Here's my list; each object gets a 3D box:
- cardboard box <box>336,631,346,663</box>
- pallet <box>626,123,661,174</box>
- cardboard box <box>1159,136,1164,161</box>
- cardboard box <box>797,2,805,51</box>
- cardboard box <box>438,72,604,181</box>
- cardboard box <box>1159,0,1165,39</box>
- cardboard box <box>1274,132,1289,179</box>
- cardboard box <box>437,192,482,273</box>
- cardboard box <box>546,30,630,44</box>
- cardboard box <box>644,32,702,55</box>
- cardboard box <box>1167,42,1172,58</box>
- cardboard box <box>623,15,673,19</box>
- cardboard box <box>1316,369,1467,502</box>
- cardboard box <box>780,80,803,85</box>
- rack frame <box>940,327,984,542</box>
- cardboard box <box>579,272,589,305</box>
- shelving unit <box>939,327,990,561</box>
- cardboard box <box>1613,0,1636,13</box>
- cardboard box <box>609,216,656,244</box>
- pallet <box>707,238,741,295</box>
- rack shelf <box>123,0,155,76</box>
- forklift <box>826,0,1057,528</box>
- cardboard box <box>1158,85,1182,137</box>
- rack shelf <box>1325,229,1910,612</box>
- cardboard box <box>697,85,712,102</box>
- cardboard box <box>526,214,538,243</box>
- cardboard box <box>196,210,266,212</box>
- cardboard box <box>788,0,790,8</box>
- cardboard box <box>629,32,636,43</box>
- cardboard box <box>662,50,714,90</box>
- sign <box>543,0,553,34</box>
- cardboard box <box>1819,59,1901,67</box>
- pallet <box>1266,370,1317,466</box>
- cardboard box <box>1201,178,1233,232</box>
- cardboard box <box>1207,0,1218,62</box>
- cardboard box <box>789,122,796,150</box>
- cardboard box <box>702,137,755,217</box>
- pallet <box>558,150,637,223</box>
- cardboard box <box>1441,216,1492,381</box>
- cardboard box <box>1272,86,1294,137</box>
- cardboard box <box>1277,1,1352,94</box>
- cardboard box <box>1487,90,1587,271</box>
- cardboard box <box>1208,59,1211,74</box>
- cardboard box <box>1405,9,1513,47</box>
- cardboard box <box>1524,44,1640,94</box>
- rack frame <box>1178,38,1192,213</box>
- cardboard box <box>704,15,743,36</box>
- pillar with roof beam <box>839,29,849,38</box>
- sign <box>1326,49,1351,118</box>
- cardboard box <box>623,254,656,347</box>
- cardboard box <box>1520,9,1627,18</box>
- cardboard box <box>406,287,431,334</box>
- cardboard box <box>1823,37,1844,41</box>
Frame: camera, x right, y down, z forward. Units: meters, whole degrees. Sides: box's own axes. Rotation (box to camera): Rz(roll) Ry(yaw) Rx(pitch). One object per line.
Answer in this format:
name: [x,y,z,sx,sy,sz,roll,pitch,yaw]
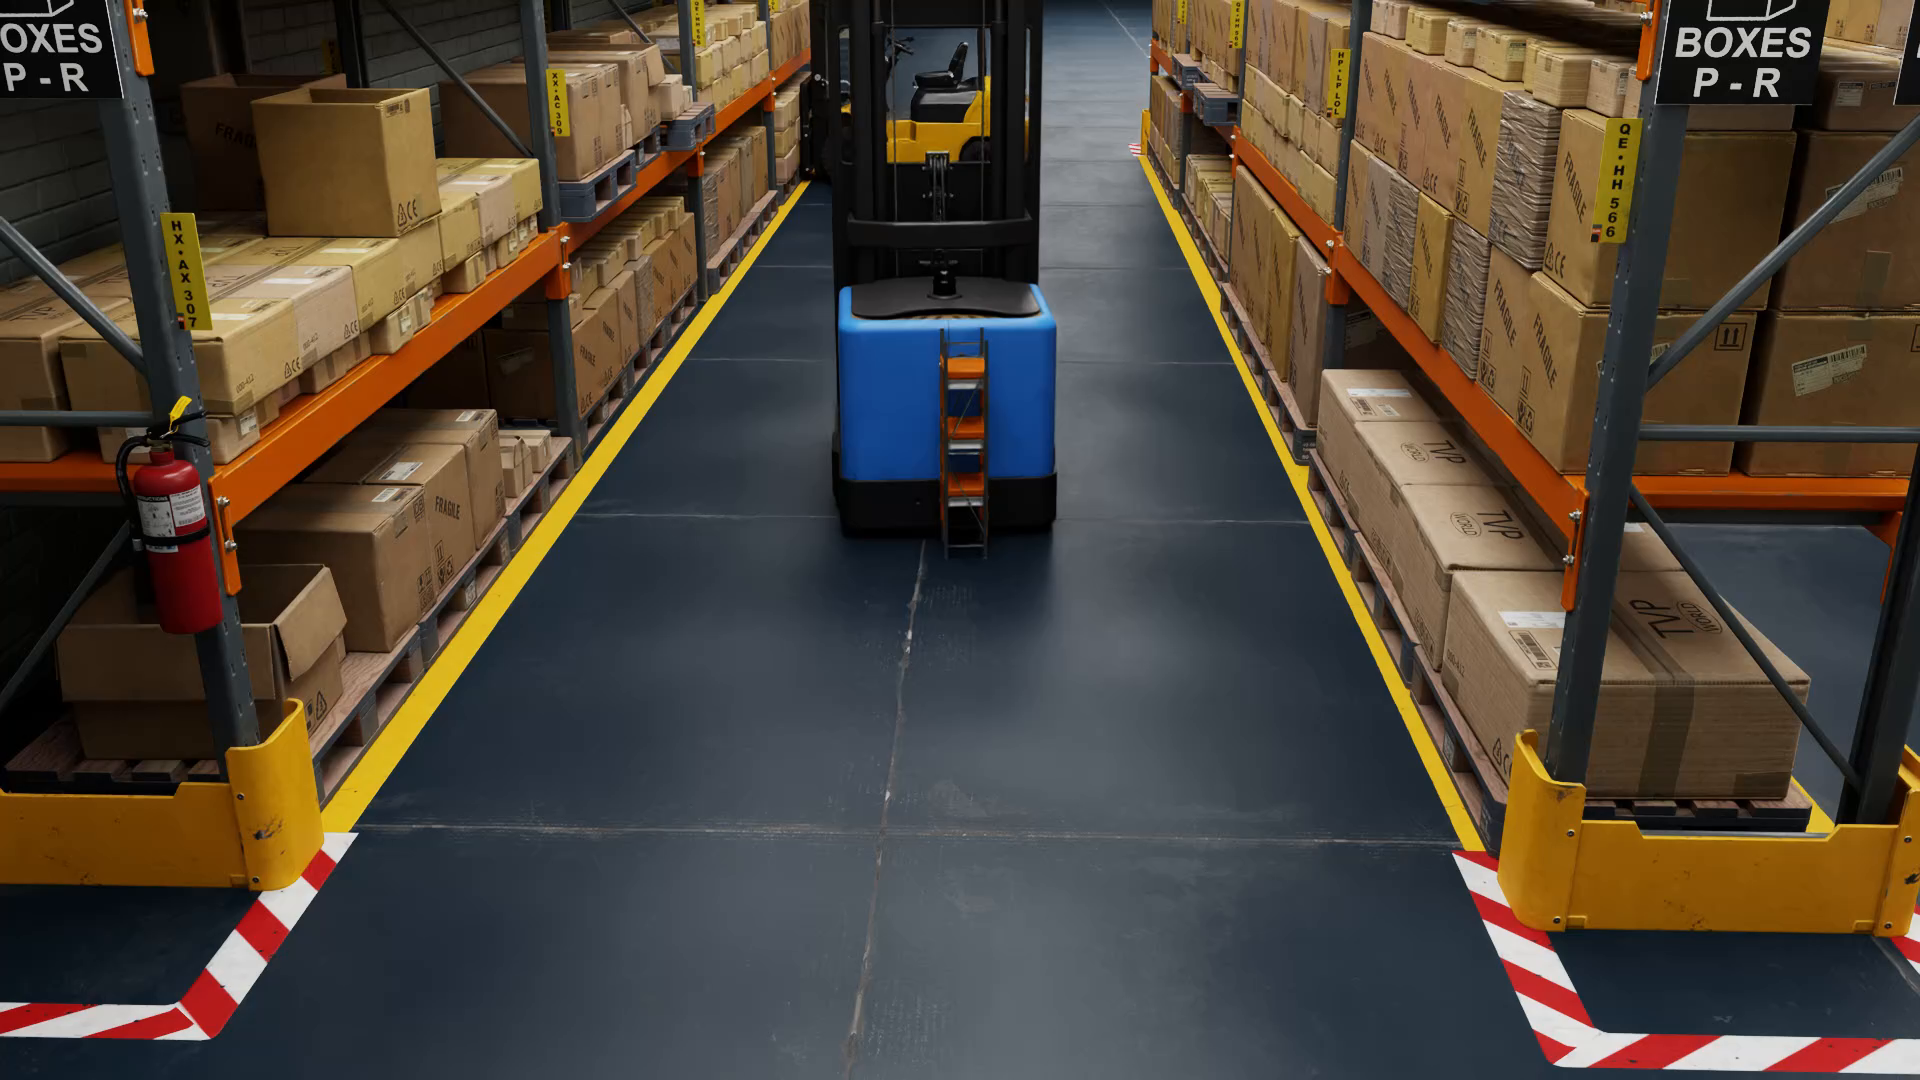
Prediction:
cardboard box: [-2.514,0.419,6.163,0.380,0.149,0.250,0,21,-1]
pallet: [-2.491,-2.441,10.438,1.003,0.211,1.213,1,21,2]
cardboard box: [2.441,-4.316,18.227,0.500,0.250,0.500,2,21,5]
cardboard box: [-1.986,-5.619,18.226,0.500,0.500,0.500,0,21,1]
cardboard box: [-2.320,-2.202,8.839,0.700,0.500,0.500,1,21,3]
cardboard box: [2.450,-5.718,18.070,0.500,0.500,0.500,0,21,1]
cardboard box: [2.228,-2.382,10.229,0.500,0.250,0.500,1,21,2]
cardboard box: [-2.358,-1.308,7.049,0.500,0.250,0.500,0,21,1]
cardboard box: [-2.608,-3.291,11.646,0.500,0.500,0.500,2,21,4]
cardboard box: [-2.132,-3.695,12.369,0.380,0.149,0.250,1,21,3]
cardboard box: [2.389,-5.182,17.585,0.380,0.149,0.250,1,21,2]
cardboard box: [-2.633,-4.353,14.067,0.380,0.149,0.250,1,21,2]
cardboard box: [2.277,-0.509,8.157,0.875,0.438,0.875,0,21,1]
cardboard box: [-1.910,-4.969,18.527,0.500,0.250,0.500,1,21,2]
rack frame: [0.009,-0.484,7.826,0.200,1.050,0.008,-2,21,-4]
cardboard box: [-2.354,-1.441,9.574,0.380,0.149,0.250,0,21,-1]
shelving unit: [0.018,-0.440,7.713,0.215,1.050,0.252,-2,21,-4]
cardboard box: [7.616,-5.590,18.081,0.875,0.550,0.550,1,21,2]
cardboard box: [-2.281,-2.096,11.263,0.380,0.149,0.250,1,21,3]
pallet: [-2.372,-2.231,13.486,1.003,0.211,1.213,1,21,2]
rack shelf: [-2.619,-2.127,6.212,1.077,0.370,4.000,1,21,2]
forklift: [-0.143,-1.910,8.901,1.130,2.935,3.031,-1,21,-3]
cardboard box: [2.432,-4.669,18.098,0.500,0.500,0.500,1,21,3]
rack shelf: [2.343,-0.675,6.617,1.077,0.370,4.000,1,21,2]
cardboard box: [-2.179,-3.321,12.649,0.500,0.250,0.500,1,21,2]
cardboard box: [-2.315,-1.552,8.229,0.380,0.149,0.250,1,21,2]
cardboard box: [-2.869,-1.312,7.060,0.500,0.250,0.500,1,21,3]
cardboard box: [-1.974,-5.604,17.289,0.380,0.149,0.250,0,21,0]
cardboard box: [-2.629,-3.702,12.389,0.380,0.149,0.250,1,21,3]
cardboard box: [-2.154,-3.554,12.558,0.500,0.250,0.500,1,21,2]
sign: [-2.991,-3.778,12.019,0.100,0.325,0.005,1,21,2]
cardboard box: [2.506,-1.324,4.877,0.380,0.149,0.250,1,21,3]
pallet: [2.352,-0.714,9.577,1.003,0.211,1.213,1,21,2]
cardboard box: [2.596,-2.896,14.398,0.950,0.372,0.625,1,21,3]
cardboard box: [2.280,-4.098,13.315,0.500,0.500,0.500,-1,21,-2]
cardboard box: [-1.978,-4.180,17.186,0.500,0.250,0.500,1,21,1]
cardboard box: [-2.351,-3.299,15.087,0.875,0.625,0.625,0,21,1]
pallet: [-2.425,-1.985,9.265,1.003,0.211,1.213,1,21,2]
cardboard box: [2.068,-0.879,6.009,0.500,0.500,0.500,1,21,3]
cardboard box: [2.190,-2.613,10.132,0.500,0.250,0.500,1,21,3]
cardboard box: [2.210,-2.969,10.013,0.500,0.500,0.500,1,21,2]
cardboard box: [2.045,-1.167,5.369,0.500,0.500,0.500,1,21,2]
cardboard box: [2.268,-3.941,13.806,0.380,0.149,0.250,0,21,0]
cardboard box: [2.108,-2.163,7.039,0.380,0.149,0.250,0,21,1]
cardboard box: [2.049,-1.512,5.361,0.380,0.149,0.250,1,21,3]
rack frame: [2.647,-4.626,15.806,1.000,3.000,0.127,1,21,2]
cardboard box: [-2.043,-4.344,14.042,0.380,0.149,0.250,0,21,0]
pillar with roof beam: [1.735,-15.142,34.613,9.100,9.000,0.400,1,21,2]
sign: [1.861,-2.239,8.162,0.100,0.325,0.005,1,21,2]
cardboard box: [-2.270,-1.551,10.753,0.500,0.500,0.500,0,21,0]
cardboard box: [2.589,-2.158,7.028,0.380,0.149,0.250,0,21,1]
cardboard box: [-2.319,-0.900,6.550,0.380,0.149,0.250,1,21,3]
cardboard box: [7.265,-3.921,13.850,0.500,0.500,0.500,1,21,2]
